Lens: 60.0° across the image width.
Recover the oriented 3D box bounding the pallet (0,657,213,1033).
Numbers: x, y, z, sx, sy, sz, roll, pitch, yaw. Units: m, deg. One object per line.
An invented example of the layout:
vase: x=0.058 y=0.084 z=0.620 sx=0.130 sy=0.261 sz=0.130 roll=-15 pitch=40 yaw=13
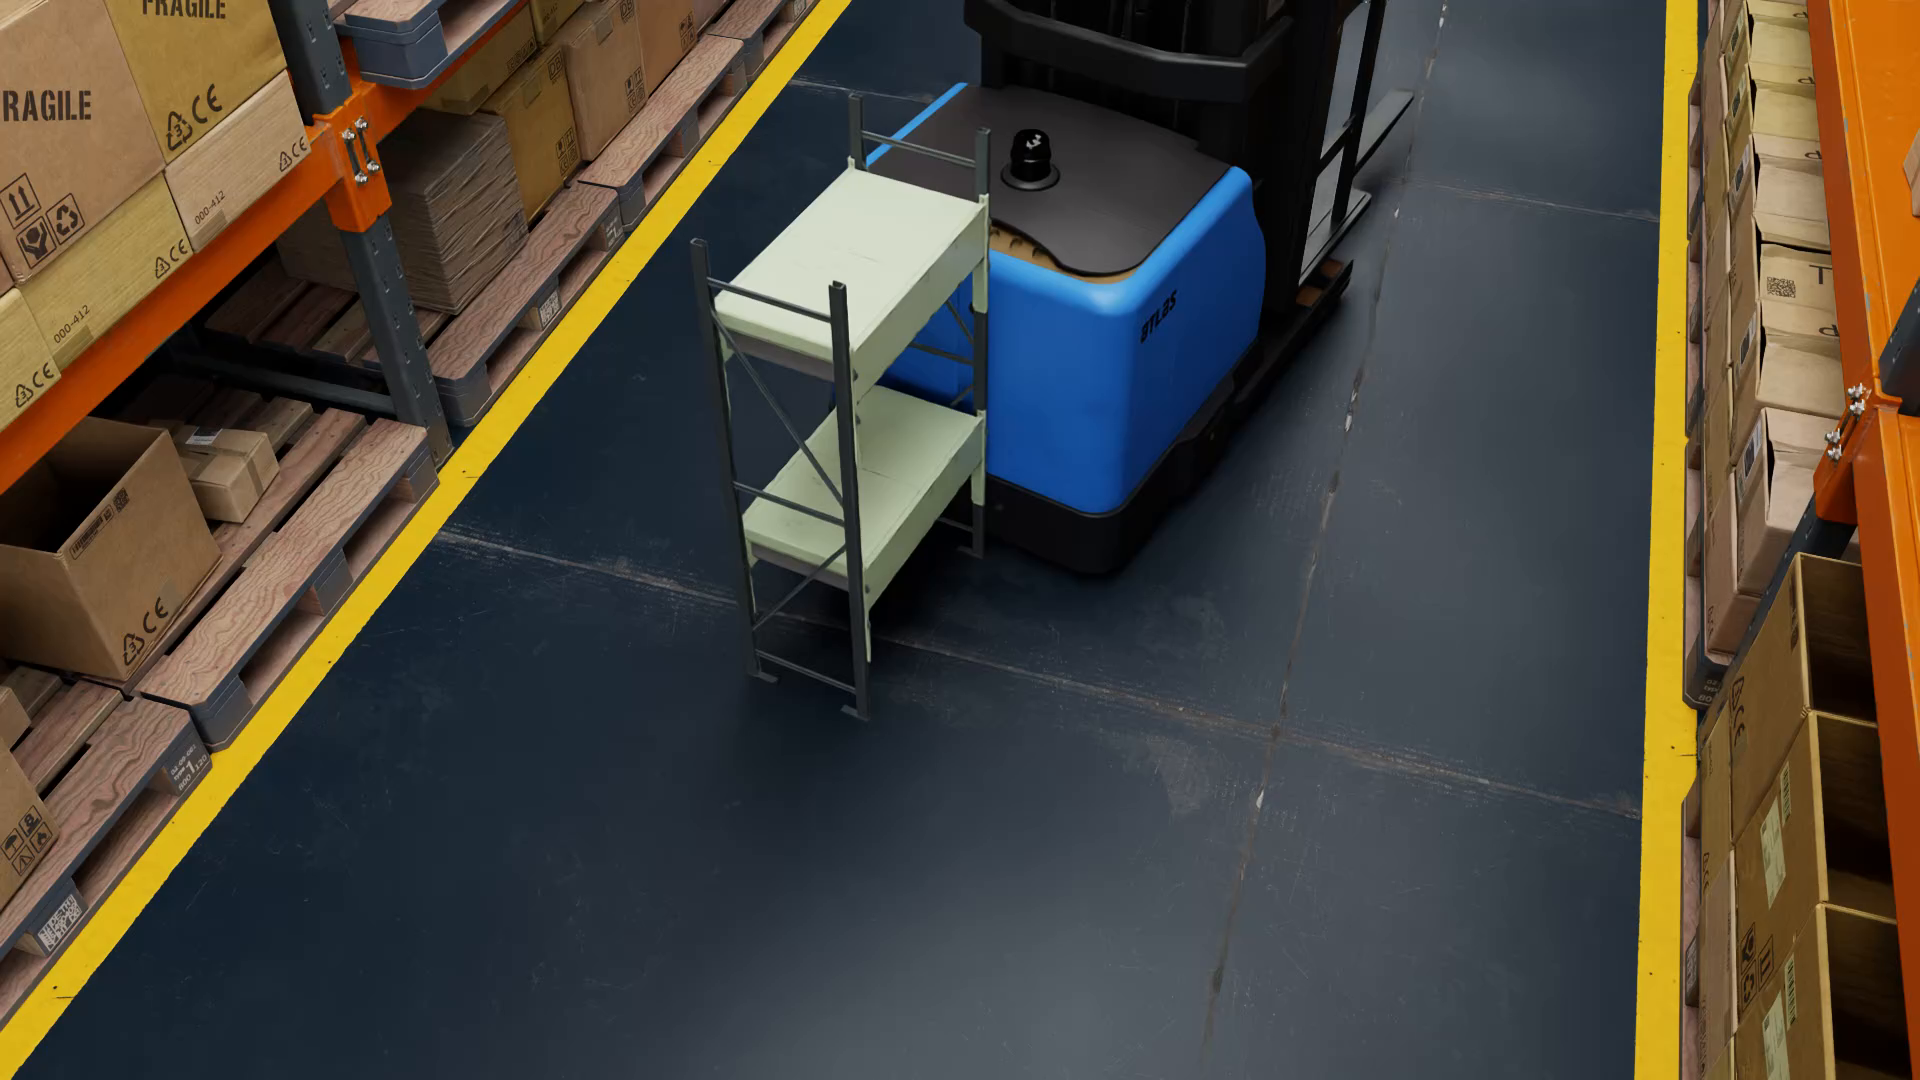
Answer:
pallet: x=-2.718 y=0.833 z=4.248 sx=1.003 sy=0.211 sz=1.213 roll=13 pitch=46 yaw=13

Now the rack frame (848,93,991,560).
rack frame: x=-0.105 y=-0.545 z=4.734 sx=0.400 sy=1.500 sz=0.023 roll=19 pitch=48 yaw=19

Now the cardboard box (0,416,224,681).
cardboard box: x=-2.457 y=0.002 z=4.576 sx=0.500 sy=0.500 sz=0.500 roll=9 pitch=45 yaw=9

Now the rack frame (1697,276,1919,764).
rack frame: x=2.541 y=-0.388 z=3.502 sx=1.000 sy=3.000 sz=0.127 roll=13 pitch=46 yaw=13

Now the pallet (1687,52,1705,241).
pallet: x=3.466 y=-1.517 z=6.649 sx=1.003 sy=0.211 sz=1.213 roll=13 pitch=46 yaw=13

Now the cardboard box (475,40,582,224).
cardboard box: x=-1.865 y=-1.548 z=6.159 sx=0.700 sy=0.500 sz=0.500 roll=12 pitch=46 yaw=12

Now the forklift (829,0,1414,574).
forklift: x=0.785 y=-1.958 z=5.156 sx=1.130 sy=2.935 sz=3.031 roll=23 pitch=49 yaw=22

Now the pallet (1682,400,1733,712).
pallet: x=2.727 y=0.109 z=4.987 sx=1.003 sy=0.211 sz=1.213 roll=13 pitch=46 yaw=13

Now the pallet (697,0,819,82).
pallet: x=-1.208 y=-2.584 z=7.739 sx=1.003 sy=0.211 sz=1.213 roll=13 pitch=46 yaw=13

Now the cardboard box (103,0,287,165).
cardboard box: x=-2.030 y=-1.275 z=3.965 sx=0.500 sy=0.500 sz=0.500 roll=12 pitch=46 yaw=12

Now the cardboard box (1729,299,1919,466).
cardboard box: x=2.542 y=-0.434 z=4.814 sx=0.500 sy=0.311 sz=0.500 roll=14 pitch=46 yaw=14

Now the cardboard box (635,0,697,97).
cardboard box: x=-1.528 y=-2.218 z=6.844 sx=0.700 sy=0.500 sz=0.500 roll=12 pitch=46 yaw=12

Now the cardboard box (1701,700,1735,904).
cardboard box: x=2.112 y=0.690 z=4.066 sx=0.500 sy=0.250 sz=0.500 roll=13 pitch=46 yaw=13

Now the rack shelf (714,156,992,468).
rack shelf: x=-0.270 y=-0.595 z=4.228 sx=0.431 sy=0.370 sz=0.720 roll=19 pitch=48 yaw=19

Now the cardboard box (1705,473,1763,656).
cardboard box: x=2.390 y=0.107 z=4.662 sx=0.500 sy=0.250 sz=0.500 roll=12 pitch=46 yaw=12

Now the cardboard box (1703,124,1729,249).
cardboard box: x=3.011 y=-1.251 z=6.050 sx=0.500 sy=0.250 sz=0.500 roll=11 pitch=46 yaw=11

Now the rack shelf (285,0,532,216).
rack shelf: x=-1.575 y=-2.510 z=6.185 sx=1.077 sy=0.370 sz=4.000 roll=13 pitch=46 yaw=13

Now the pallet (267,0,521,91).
pallet: x=-1.811 y=-1.845 z=5.127 sx=1.003 sy=0.211 sz=1.213 roll=13 pitch=46 yaw=13

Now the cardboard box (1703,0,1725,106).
cardboard box: x=3.314 y=-1.934 z=6.748 sx=0.500 sy=0.250 sz=0.500 roll=12 pitch=46 yaw=12

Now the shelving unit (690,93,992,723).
shelving unit: x=-0.270 y=-0.316 z=4.501 sx=0.431 sy=1.500 sz=0.755 roll=19 pitch=48 yaw=19

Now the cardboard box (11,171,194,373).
cardboard box: x=-2.194 y=-0.678 z=3.891 sx=0.500 sy=0.250 sz=0.500 roll=13 pitch=46 yaw=13

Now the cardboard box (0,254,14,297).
cardboard box: x=-2.338 y=-0.608 z=3.284 sx=0.500 sy=0.500 sz=0.500 roll=11 pitch=46 yaw=11

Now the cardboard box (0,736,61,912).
cardboard box: x=-2.655 y=0.667 z=3.896 sx=0.700 sy=0.500 sz=0.500 roll=10 pitch=45 yaw=10

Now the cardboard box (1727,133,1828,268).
cardboard box: x=2.851 y=-1.101 z=5.495 sx=0.500 sy=0.311 sz=0.500 roll=12 pitch=46 yaw=12

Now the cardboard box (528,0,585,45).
cardboard box: x=-1.690 y=-2.102 z=6.190 sx=0.500 sy=0.250 sz=0.500 roll=11 pitch=46 yaw=11

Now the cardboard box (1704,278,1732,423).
cardboard box: x=2.700 y=-0.571 z=5.354 sx=0.500 sy=0.250 sz=0.500 roll=13 pitch=46 yaw=13

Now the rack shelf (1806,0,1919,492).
rack shelf: x=3.147 y=-1.464 z=5.116 sx=1.077 sy=0.370 sz=4.000 roll=13 pitch=46 yaw=13

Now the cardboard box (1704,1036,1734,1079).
cardboard box: x=1.799 y=1.354 z=3.387 sx=0.500 sy=0.250 sz=0.500 roll=13 pitch=46 yaw=13

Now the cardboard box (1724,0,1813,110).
cardboard box: x=3.163 y=-1.783 z=6.192 sx=0.500 sy=0.311 sz=0.500 roll=11 pitch=46 yaw=12

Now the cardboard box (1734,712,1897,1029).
cardboard box: x=1.958 y=0.755 z=3.464 sx=0.500 sy=0.500 sz=0.500 roll=13 pitch=46 yaw=13

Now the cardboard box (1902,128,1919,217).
cardboard box: x=2.632 y=-0.965 z=4.187 sx=0.396 sy=0.266 sz=0.258 roll=12 pitch=46 yaw=12

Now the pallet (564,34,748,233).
pallet: x=-1.579 y=-1.773 z=6.911 sx=1.003 sy=0.211 sz=1.213 roll=13 pitch=46 yaw=13
